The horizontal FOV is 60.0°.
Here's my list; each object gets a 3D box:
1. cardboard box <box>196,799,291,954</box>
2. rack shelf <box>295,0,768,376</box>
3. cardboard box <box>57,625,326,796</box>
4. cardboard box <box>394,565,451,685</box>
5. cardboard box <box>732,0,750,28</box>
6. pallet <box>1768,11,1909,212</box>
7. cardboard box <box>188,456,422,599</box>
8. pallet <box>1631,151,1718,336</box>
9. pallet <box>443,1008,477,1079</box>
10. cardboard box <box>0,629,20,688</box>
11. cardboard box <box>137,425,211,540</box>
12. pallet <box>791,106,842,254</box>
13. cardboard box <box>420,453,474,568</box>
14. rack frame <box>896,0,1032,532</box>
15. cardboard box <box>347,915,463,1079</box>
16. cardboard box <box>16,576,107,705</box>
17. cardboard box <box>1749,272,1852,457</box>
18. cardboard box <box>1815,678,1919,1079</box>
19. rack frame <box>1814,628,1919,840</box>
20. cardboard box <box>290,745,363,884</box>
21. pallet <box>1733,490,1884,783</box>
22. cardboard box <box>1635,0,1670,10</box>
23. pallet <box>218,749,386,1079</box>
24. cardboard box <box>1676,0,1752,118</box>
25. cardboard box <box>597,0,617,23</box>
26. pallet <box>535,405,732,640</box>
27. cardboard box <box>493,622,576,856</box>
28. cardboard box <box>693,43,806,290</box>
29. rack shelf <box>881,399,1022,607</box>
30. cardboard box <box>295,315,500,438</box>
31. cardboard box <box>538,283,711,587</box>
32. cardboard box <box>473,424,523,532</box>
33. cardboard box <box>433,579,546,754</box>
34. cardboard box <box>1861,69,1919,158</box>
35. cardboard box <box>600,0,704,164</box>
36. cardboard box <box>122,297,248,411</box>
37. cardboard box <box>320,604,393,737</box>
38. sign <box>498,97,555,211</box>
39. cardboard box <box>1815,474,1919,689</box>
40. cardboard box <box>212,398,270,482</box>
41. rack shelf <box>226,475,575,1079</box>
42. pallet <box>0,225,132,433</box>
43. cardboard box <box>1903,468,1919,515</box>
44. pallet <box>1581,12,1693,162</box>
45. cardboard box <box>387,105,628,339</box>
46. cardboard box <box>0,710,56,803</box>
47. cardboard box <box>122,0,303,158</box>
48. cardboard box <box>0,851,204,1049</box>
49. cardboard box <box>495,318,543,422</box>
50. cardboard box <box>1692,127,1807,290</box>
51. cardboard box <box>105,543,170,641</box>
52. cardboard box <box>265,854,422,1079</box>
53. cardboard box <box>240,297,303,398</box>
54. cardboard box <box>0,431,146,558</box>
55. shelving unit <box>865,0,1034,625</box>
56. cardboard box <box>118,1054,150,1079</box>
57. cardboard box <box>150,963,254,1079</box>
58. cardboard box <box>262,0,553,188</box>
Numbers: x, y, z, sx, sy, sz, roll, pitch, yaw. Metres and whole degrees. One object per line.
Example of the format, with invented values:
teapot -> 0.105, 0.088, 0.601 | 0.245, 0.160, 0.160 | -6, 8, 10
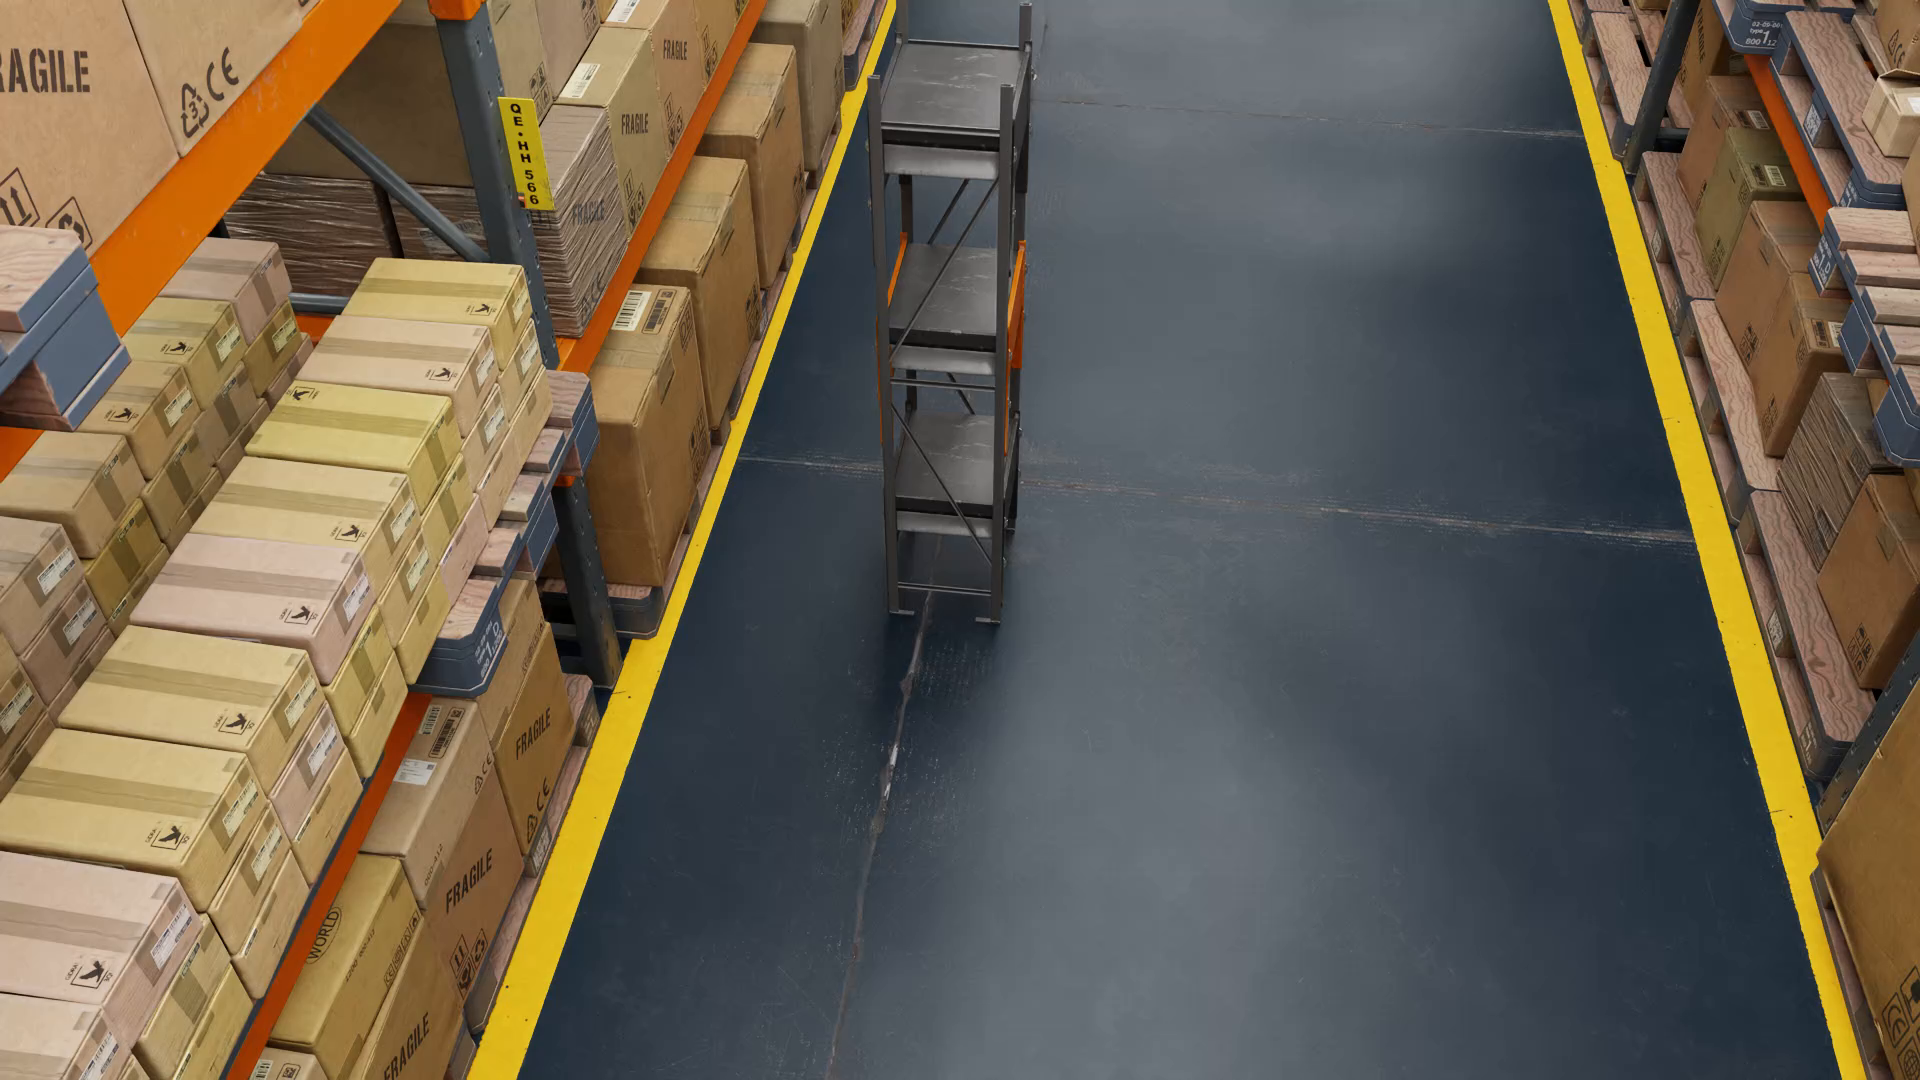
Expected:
cardboard box -> -1.491, 0.607, 3.088 | 0.380, 0.149, 0.250 | 4, 44, 5
rack shelf -> -1.410, -1.759, 6.449 | 1.077, 0.370, 4.000 | 5, 44, 6
cardboard box -> -1.458, 0.322, 3.173 | 0.380, 0.149, 0.250 | 7, 44, 8
cardboard box -> -1.389, 0.173, 3.763 | 0.380, 0.149, 0.250 | 5, 44, 5
cardboard box -> -1.083, -2.351, 6.478 | 0.500, 0.500, 0.500 | 6, 44, 6
pallet -> 3.450, -1.421, 5.708 | 1.003, 0.211, 1.213 | 5, 44, 6
cardboard box -> -1.387, -0.027, 3.542 | 0.380, 0.149, 0.250 | 6, 44, 7
pallet -> 3.656, -1.320, 7.491 | 1.003, 0.211, 1.213 | 5, 44, 6
pallet -> -1.943, 1.717, 4.283 | 1.003, 0.211, 1.213 | 5, 44, 6
cardboard box -> -2.100, 0.259, 3.240 | 0.380, 0.149, 0.250 | 6, 44, 7
cardboard box -> -2.003, -0.148, 3.886 | 0.380, 0.149, 0.250 | 4, 44, 4
pallet -> -1.173, -1.838, 8.038 | 1.003, 0.211, 1.213 | 5, 44, 6
cardboard box -> -1.354, -0.087, 3.821 | 0.380, 0.149, 0.250 | 6, 44, 7
rack frame -> 0.010, -0.816, 5.585 | 0.400, 2.100, 0.015 | 5, 44, 6
cardboard box -> -1.629, 1.286, 4.223 | 0.500, 0.500, 0.500 | 3, 44, 4
cardboard box -> -2.070, 0.193, 3.525 | 0.380, 0.149, 0.250 | 5, 44, 6
cardboard box -> 3.426, -0.614, 6.215 | 0.700, 0.500, 0.500 | 9, 44, 9
cardboard box -> 3.117, 0.950, 4.305 | 1.225, 0.875, 0.875 | 3, 44, 4
rack frame -> 3.229, -0.138, 4.214 | 1.000, 3.000, 0.127 | 5, 44, 6
cardboard box -> -1.459, 0.533, 3.383 | 0.380, 0.149, 0.250 | 6, 44, 7
pallet -> 3.333, 0.343, 5.735 | 1.003, 0.211, 1.213 | 5, 44, 6
cardboard box -> 3.922, -3.199, 8.959 | 0.500, 0.500, 0.500 | 2, 43, 2
pallet -> -1.896, 0.765, 3.400 | 1.003, 0.211, 1.213 | 5, 44, 6
cardboard box -> 3.850, -2.377, 8.092 | 0.500, 0.500, 0.500 | 4, 44, 4
cardboard box -> -1.474, -2.056, 5.440 | 0.700, 0.500, 0.500 | 5, 44, 5
pallet -> -1.496, -0.175, 6.281 | 1.003, 0.211, 1.213 | 5, 44, 6
cardboard box -> -1.502, 0.570, 4.979 | 0.500, 0.500, 0.500 | 5, 44, 5
cardboard box -> -1.270, -1.631, 7.121 | 1.050, 0.750, 0.750 | 5, 44, 6
rack shelf -> -0.022, -0.131, 5.900 | 0.431, 0.518, 0.480 | 5, 44, 6
cardboard box -> -1.320, -0.388, 3.923 | 0.380, 0.149, 0.250 | 5, 44, 5
cardboard box -> -1.505, -0.400, 5.821 | 1.050, 0.750, 0.750 | 5, 44, 5
cardboard box -> -1.319, -0.172, 4.127 | 0.380, 0.149, 0.250 | 5, 44, 5
cardboard box -> -1.505, 0.316, 4.702 | 0.500, 0.250, 0.500 | 4, 44, 5
cardboard box -> 3.181, -1.402, 5.342 | 0.396, 0.266, 0.258 | 4, 44, 4
cardboard box -> -1.216, -1.665, 5.755 | 0.500, 0.500, 0.500 | 5, 44, 5
cardboard box -> -1.961, -0.454, 3.992 | 0.380, 0.149, 0.250 | 4, 44, 4
cardboard box -> -1.423, 0.253, 3.462 | 0.380, 0.149, 0.250 | 5, 44, 5
sign -> -1.135, -1.006, 4.346 | 0.100, 0.325, 0.005 | 5, 44, 6
cardboard box -> 3.297, 0.152, 5.406 | 0.700, 0.500, 0.500 | 3, 44, 3
cardboard box -> -1.969, -0.249, 4.209 | 0.380, 0.149, 0.250 | 7, 44, 8
rack shelf -> -1.939, 0.967, 3.570 | 1.077, 0.370, 4.000 | 5, 44, 6
pallet -> -1.882, -0.070, 2.098 | 1.213, 0.211, 1.003 | 5, 44, 6
cardboard box -> 3.287, -0.121, 5.149 | 0.500, 0.250, 0.500 | 7, 44, 7
pallet -> 3.811, -2.312, 8.538 | 1.003, 0.211, 1.213 | 5, 44, 6
cardboard box -> -1.348, -0.975, 5.025 | 0.500, 0.500, 0.500 | 6, 44, 6
cardboard box -> -2.107, 0.472, 3.447 | 0.380, 0.149, 0.250 | 6, 44, 6
cardboard box -> -1.551, -1.029, 2.900 | 0.500, 0.500, 0.500 | 5, 44, 6
cardboard box -> -1.525, 0.684, 2.791 | 0.380, 0.149, 0.250 | 7, 44, 7
cardboard box -> -1.289, -0.448, 4.203 | 0.380, 0.149, 0.250 | 6, 44, 6
cardboard box -> 3.573, -1.376, 7.019 | 0.700, 0.500, 0.500 | 5, 44, 5
cardboard box -> -2.039, 0.119, 3.820 | 0.380, 0.149, 0.250 | 7, 44, 7
cardboard box -> -1.644, 1.006, 3.973 | 0.500, 0.250, 0.500 | 6, 44, 6
cardboard box -> -1.937, -0.516, 4.274 | 0.380, 0.149, 0.250 | 7, 44, 7
cardboard box -> -2.033, -0.107, 3.626 | 0.380, 0.149, 0.250 | 4, 44, 4
shelving unit -> -0.022, -0.650, 5.409 | 0.431, 2.100, 0.503 | 5, 44, 6
cardboard box -> -1.562, 0.959, 2.717 | 0.380, 0.149, 0.250 | 7, 44, 7
cardboard box -> -1.528, 0.890, 3.005 | 0.380, 0.149, 0.250 | 5, 44, 5
cardboard box -> -1.605, -1.362, 4.707 | 0.700, 0.500, 0.500 | 5, 44, 5
